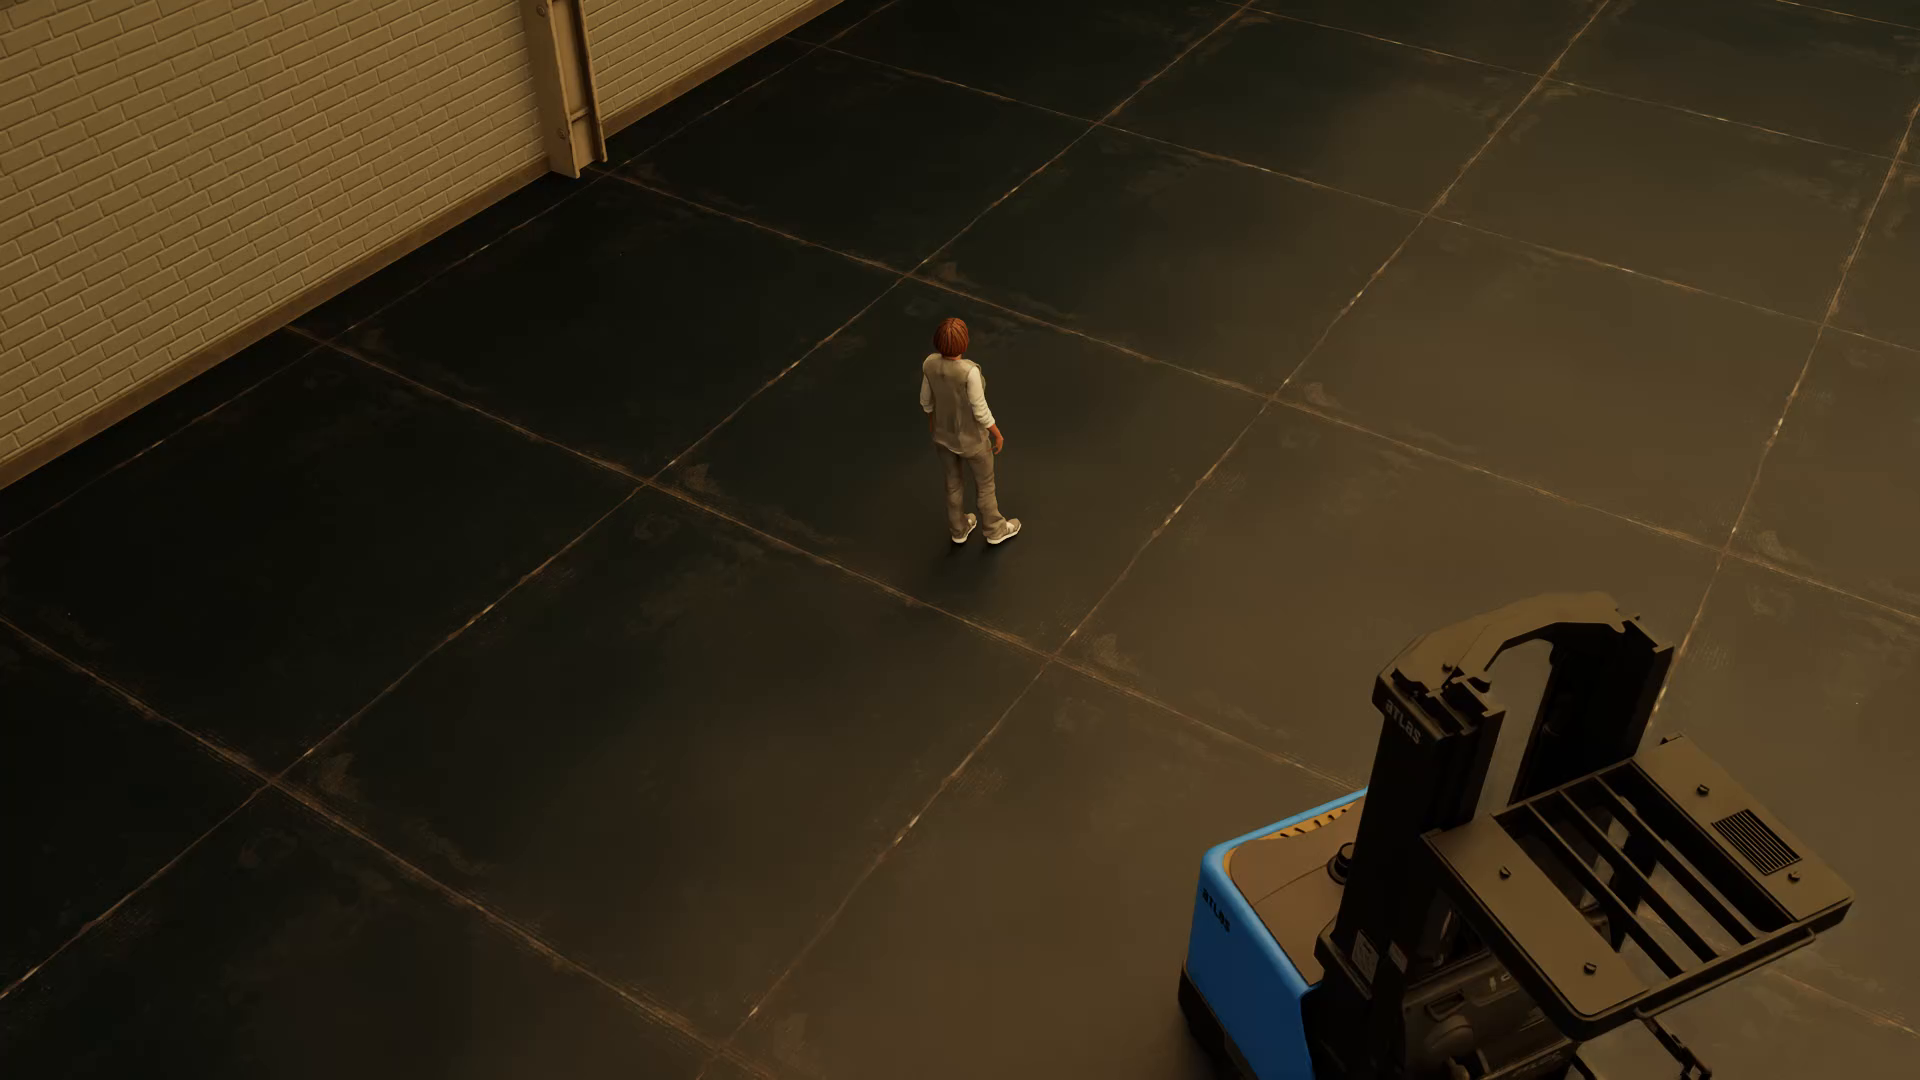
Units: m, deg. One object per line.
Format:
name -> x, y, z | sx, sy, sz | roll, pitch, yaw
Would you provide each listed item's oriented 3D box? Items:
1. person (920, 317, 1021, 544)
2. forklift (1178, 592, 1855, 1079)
person -> 0.052, -0.650, 9.754 | 0.520, 1.597, 0.475 | 22, 45, 24
forklift -> 2.079, 1.752, 5.900 | 1.130, 2.935, 3.031 | -17, 43, -19
